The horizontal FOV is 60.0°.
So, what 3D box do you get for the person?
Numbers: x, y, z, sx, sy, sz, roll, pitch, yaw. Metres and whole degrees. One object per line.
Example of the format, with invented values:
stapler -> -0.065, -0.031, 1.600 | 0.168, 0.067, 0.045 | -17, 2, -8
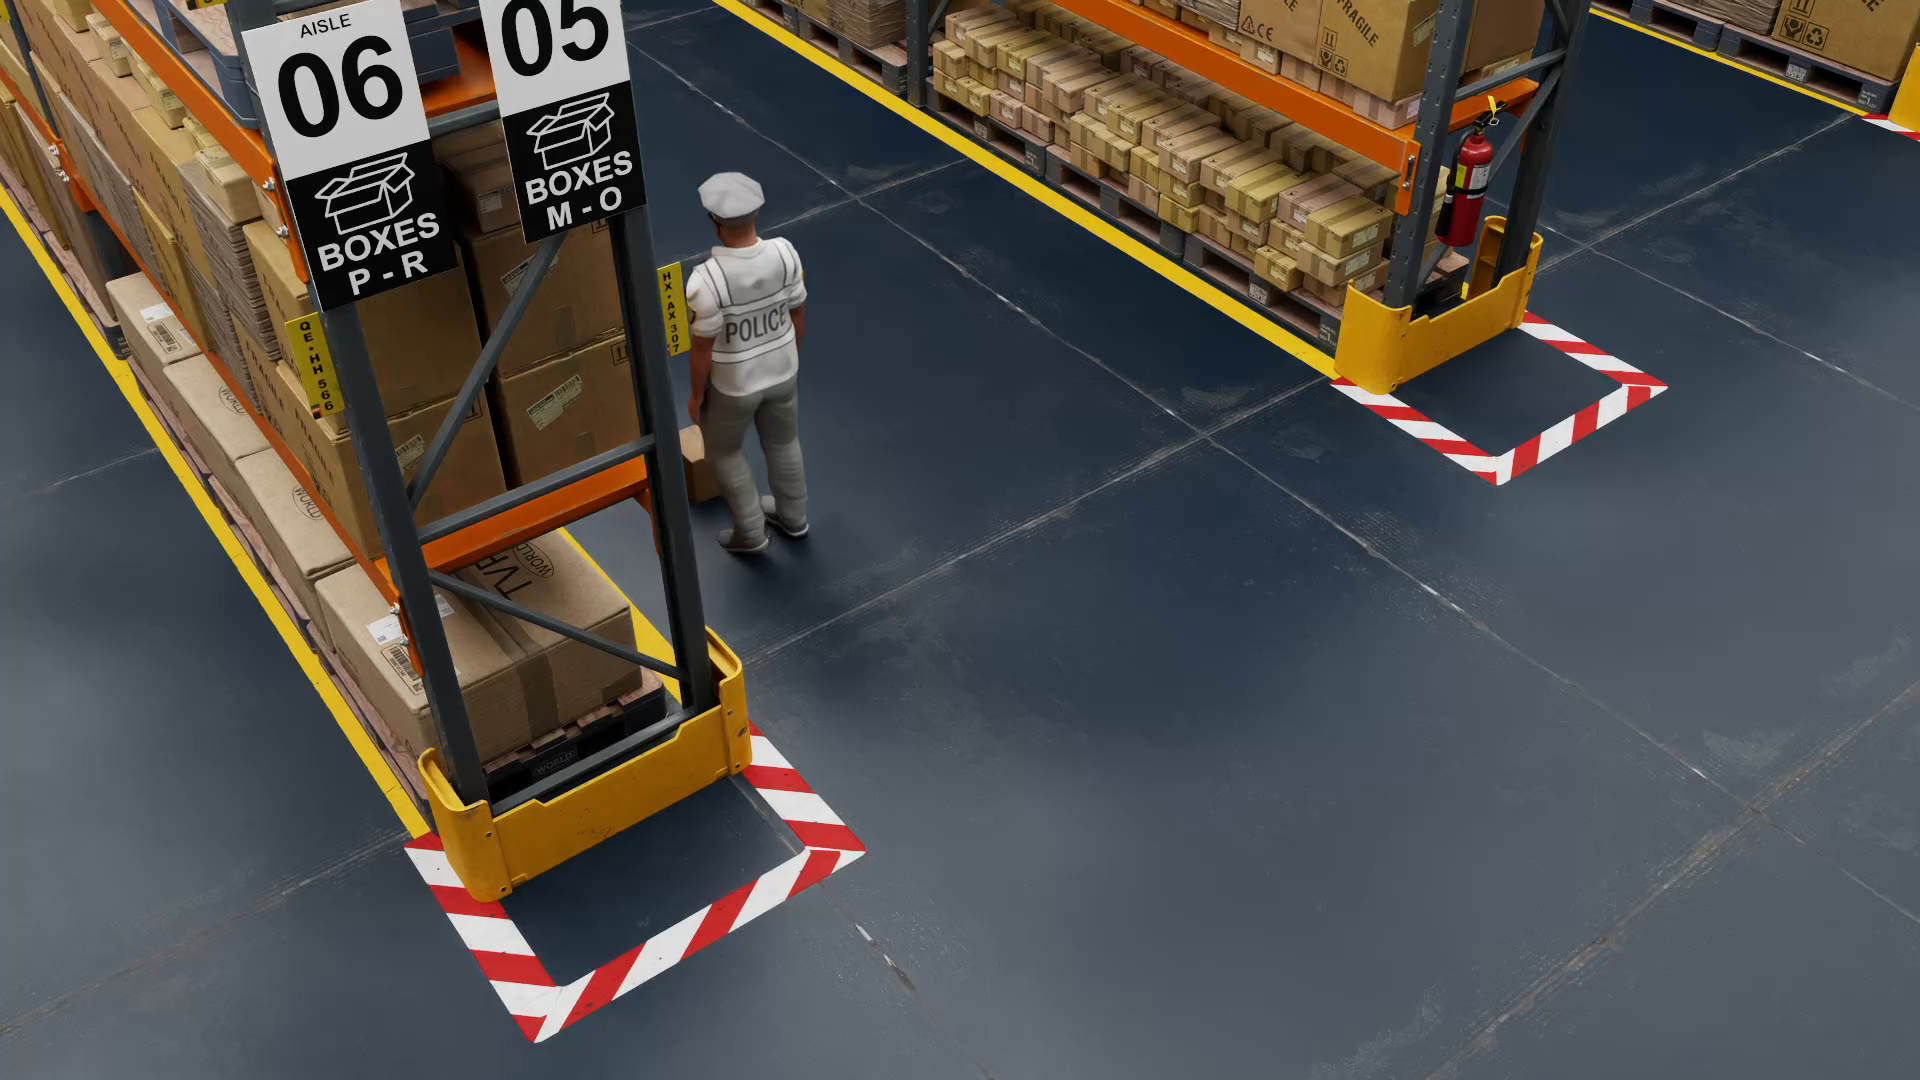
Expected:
person -> -0.895, -0.679, 6.980 | 0.559, 1.814, 0.394 | -26, 46, -27
